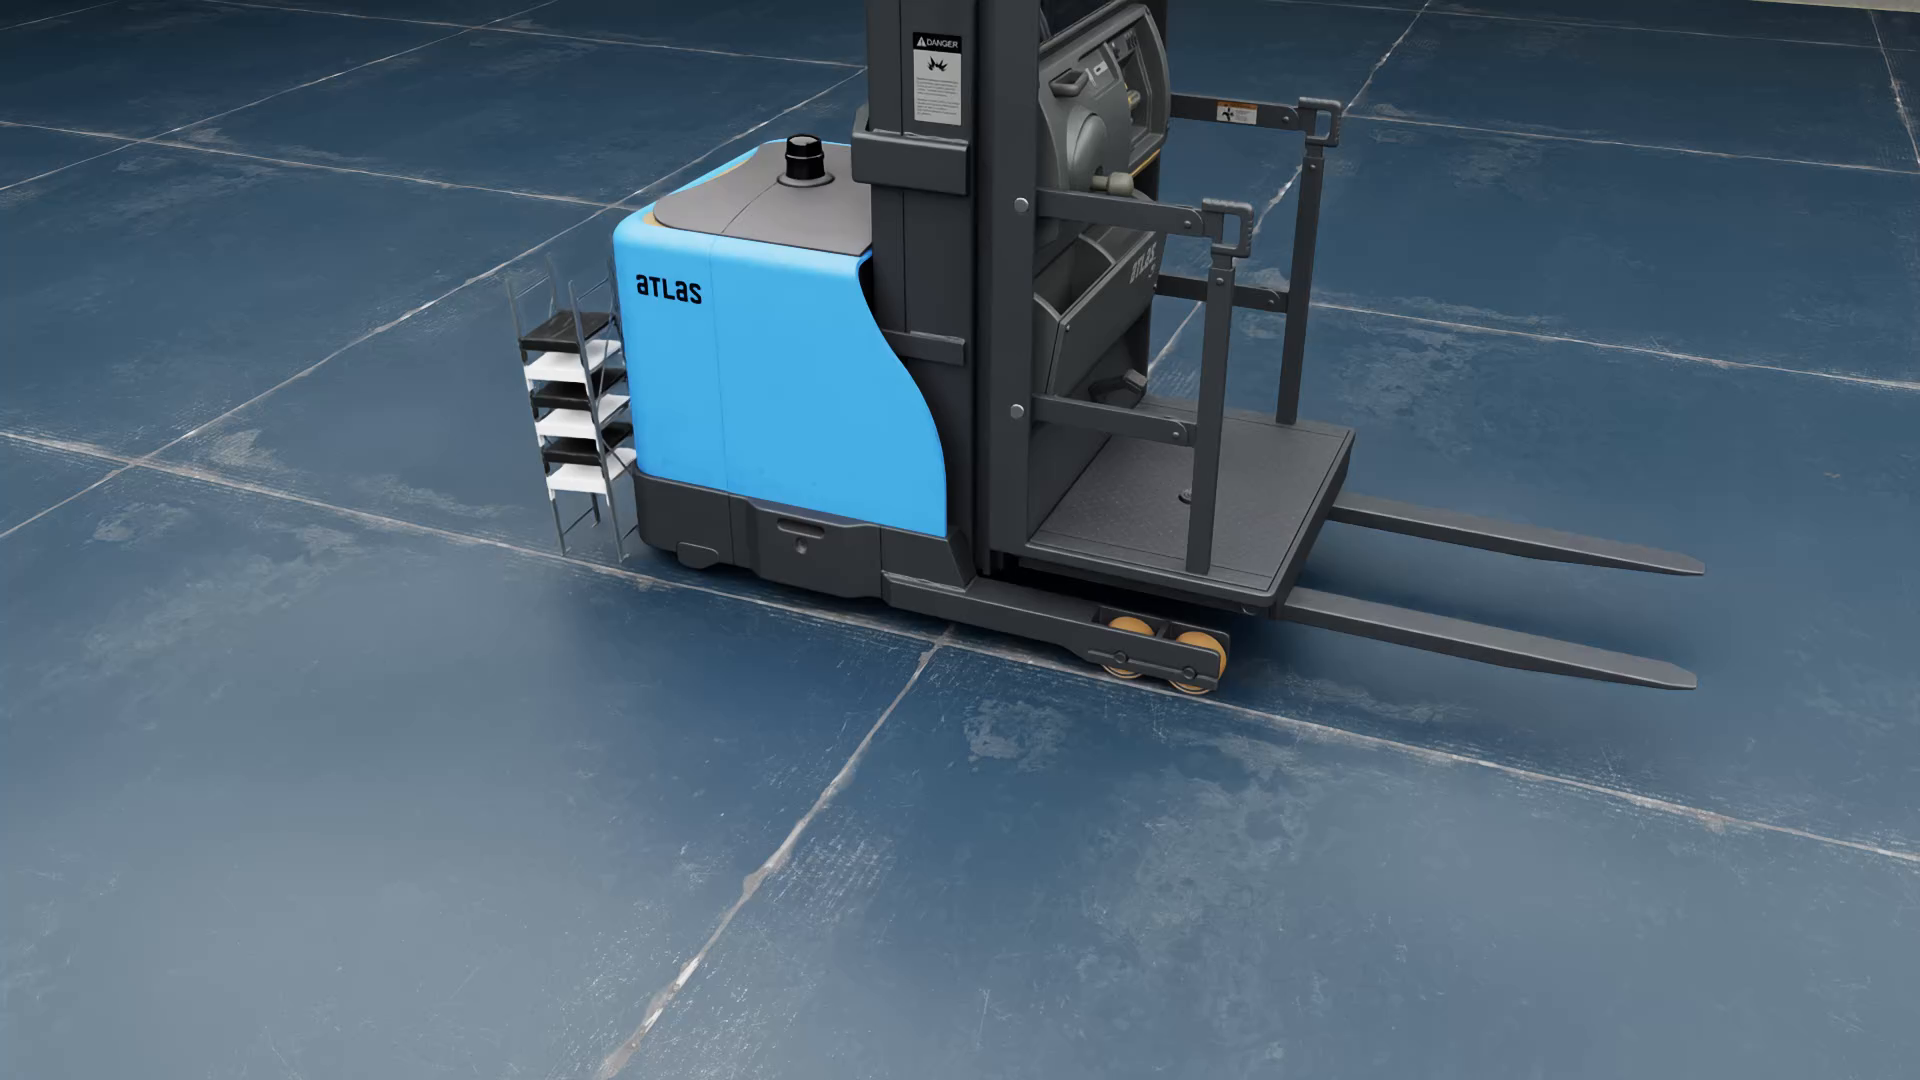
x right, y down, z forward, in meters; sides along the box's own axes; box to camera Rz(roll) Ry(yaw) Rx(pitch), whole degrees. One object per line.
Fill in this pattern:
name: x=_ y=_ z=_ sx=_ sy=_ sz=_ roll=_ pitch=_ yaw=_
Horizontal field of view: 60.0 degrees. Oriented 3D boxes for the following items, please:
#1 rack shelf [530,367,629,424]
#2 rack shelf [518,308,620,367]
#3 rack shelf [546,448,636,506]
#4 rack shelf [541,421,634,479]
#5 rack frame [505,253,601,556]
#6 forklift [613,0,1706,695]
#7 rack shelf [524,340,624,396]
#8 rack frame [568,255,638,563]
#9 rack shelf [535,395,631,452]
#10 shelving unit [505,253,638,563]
rack shelf: x=-1.133 y=-0.441 z=4.988 sx=0.200 sy=0.077 sz=0.258 roll=6 pitch=30 yaw=18
rack shelf: x=-1.145 y=-0.600 z=4.903 sx=0.200 sy=0.077 sz=0.258 roll=6 pitch=30 yaw=18
rack shelf: x=-1.115 y=-0.204 z=5.116 sx=0.200 sy=0.077 sz=0.258 roll=6 pitch=30 yaw=18
rack shelf: x=-1.121 y=-0.283 z=5.073 sx=0.200 sy=0.077 sz=0.258 roll=6 pitch=30 yaw=18
rack frame: x=-1.226 y=-0.401 z=5.046 sx=0.006 sy=0.900 sz=0.240 roll=6 pitch=30 yaw=18
forklift: x=0.575 y=-1.155 z=4.315 sx=3.031 sy=2.935 sz=1.130 roll=12 pitch=32 yaw=20
rack shelf: x=-1.139 y=-0.520 z=4.946 sx=0.200 sy=0.077 sz=0.258 roll=6 pitch=30 yaw=18
rack frame: x=-1.033 y=-0.382 z=4.984 sx=0.006 sy=0.900 sz=0.240 roll=6 pitch=30 yaw=18
rack shelf: x=-1.127 y=-0.362 z=5.031 sx=0.200 sy=0.077 sz=0.258 roll=6 pitch=30 yaw=18
shelving unit: x=-1.129 y=-0.391 z=5.015 sx=0.210 sy=0.900 sz=0.258 roll=6 pitch=30 yaw=18
